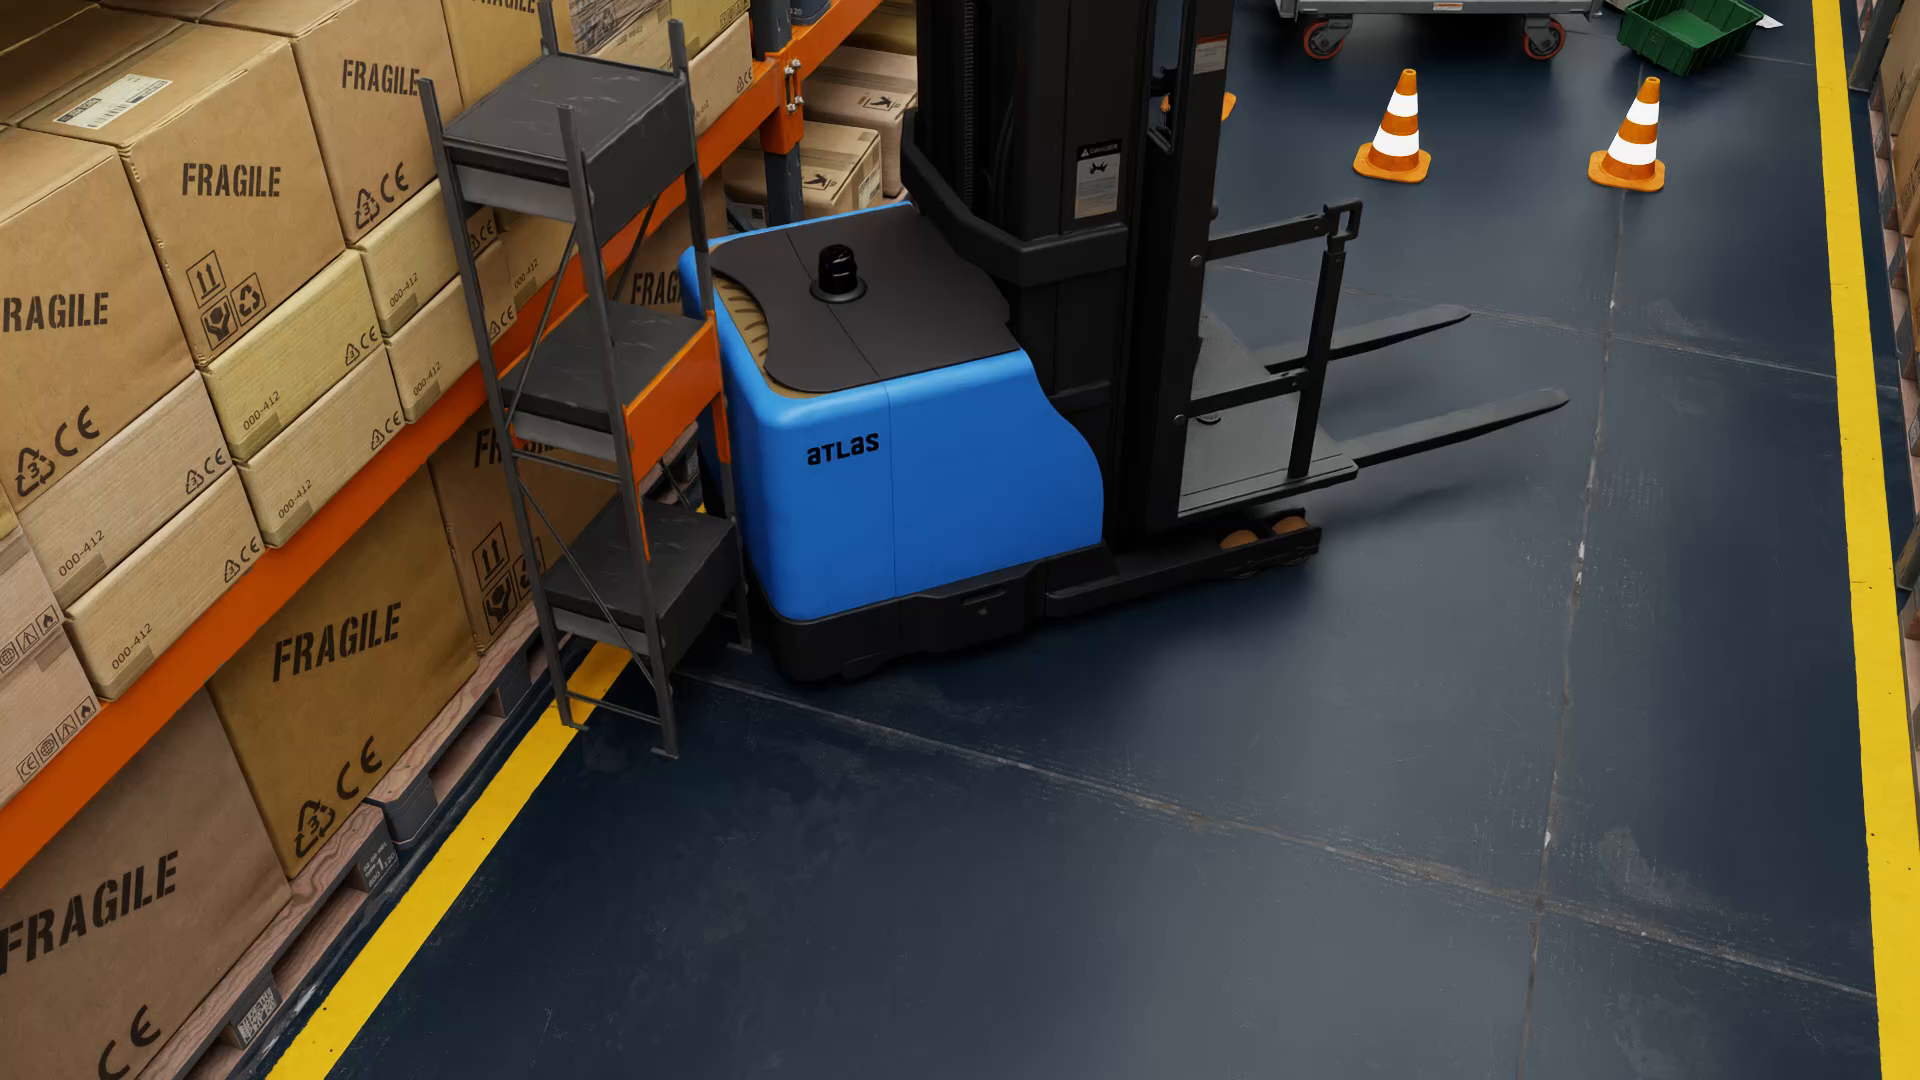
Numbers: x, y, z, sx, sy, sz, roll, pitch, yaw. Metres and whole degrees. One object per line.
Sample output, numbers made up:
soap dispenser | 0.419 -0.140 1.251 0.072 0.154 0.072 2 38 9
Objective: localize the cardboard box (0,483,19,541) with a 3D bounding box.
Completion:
cardboard box | -2.015 -0.121 2.733 0.500 0.500 0.500 14 42 16

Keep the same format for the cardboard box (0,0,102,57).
cardboard box | -2.157 -0.867 3.608 0.500 0.500 0.500 15 43 16

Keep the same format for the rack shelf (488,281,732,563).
rack shelf | -0.940 -0.327 4.536 0.431 0.518 0.480 14 43 16

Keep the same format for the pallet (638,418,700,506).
pallet | -1.408 -0.413 6.071 1.003 0.211 1.213 13 42 15

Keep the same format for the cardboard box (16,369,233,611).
cardboard box | -1.868 -0.161 3.358 0.500 0.250 0.500 14 42 16

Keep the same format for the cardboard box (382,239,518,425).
cardboard box | -1.492 -0.579 4.233 0.500 0.250 0.500 13 42 14

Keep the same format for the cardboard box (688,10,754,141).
cardboard box | -0.997 -1.515 5.330 0.500 0.250 0.500 12 42 14

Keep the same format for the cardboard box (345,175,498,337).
cardboard box | -1.500 -0.772 4.074 0.500 0.250 0.500 12 42 14

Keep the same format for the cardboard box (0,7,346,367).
cardboard box | -1.693 -0.743 3.462 0.500 0.500 0.500 12 42 14

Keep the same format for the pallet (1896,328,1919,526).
pallet | 3.959 -0.304 5.944 1.003 0.211 1.213 13 42 15

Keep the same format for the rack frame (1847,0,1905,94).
rack frame | 4.986 -3.340 7.354 1.000 3.000 0.127 13 42 15

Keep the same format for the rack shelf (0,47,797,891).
rack shelf | -1.752 -0.444 4.514 1.077 0.370 4.000 13 42 15

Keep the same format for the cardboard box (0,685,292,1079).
cardboard box | -2.299 0.755 3.868 0.875 0.875 0.875 15 43 16

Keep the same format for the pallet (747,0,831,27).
pallet | -0.924 -2.323 6.310 1.213 0.211 1.003 13 42 15

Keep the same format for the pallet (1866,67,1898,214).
pallet | 4.793 -1.792 7.688 1.003 0.211 1.213 13 42 15

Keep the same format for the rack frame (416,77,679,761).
rack frame | -1.030 -0.190 4.355 0.400 2.100 0.015 14 43 16

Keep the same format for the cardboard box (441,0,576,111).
cardboard box | -1.343 -1.367 4.193 0.500 0.500 0.500 13 42 15

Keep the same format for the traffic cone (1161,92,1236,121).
traffic cone | 1.192 -2.345 8.142 0.336 0.463 0.334 13 42 15

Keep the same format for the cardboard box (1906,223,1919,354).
cardboard box | 4.207 -1.090 6.126 1.050 0.750 0.750 14 42 16

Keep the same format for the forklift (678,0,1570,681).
forklift | 0.676 -1.288 5.001 3.031 2.935 1.130 -15 43 -17

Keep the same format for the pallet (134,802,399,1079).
pallet | -2.243 1.075 4.327 1.003 0.211 1.213 13 42 15

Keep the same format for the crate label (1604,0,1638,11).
crate label | 3.709 -3.015 9.178 0.298 0.136 0.250 -13 42 -15

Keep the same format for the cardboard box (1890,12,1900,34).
cardboard box | 5.267 -3.060 8.339 0.875 0.875 0.875 14 42 16

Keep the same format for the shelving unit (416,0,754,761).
shelving unit | -0.940 -0.337 4.527 0.431 2.100 0.503 14 43 16

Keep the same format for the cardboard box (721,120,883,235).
cardboard box | -0.865 -1.440 6.828 0.950 0.372 0.625 11 42 12

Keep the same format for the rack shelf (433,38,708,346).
rack shelf | -0.940 -0.859 4.082 0.431 0.518 0.480 14 43 16

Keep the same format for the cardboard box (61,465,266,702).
cardboard box | -1.862 0.033 3.516 0.500 0.250 0.500 12 42 14

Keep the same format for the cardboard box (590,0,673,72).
cardboard box | -1.167 -1.406 4.817 0.500 0.250 0.500 12 42 14

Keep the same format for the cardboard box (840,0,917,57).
cardboard box | -0.356 -2.353 7.898 0.950 0.372 0.625 15 43 17

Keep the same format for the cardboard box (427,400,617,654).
cardboard box | -1.691 -0.343 5.155 0.875 0.875 0.875 14 42 16

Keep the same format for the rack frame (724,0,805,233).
rack frame | -1.068 -1.938 5.710 1.000 3.000 0.127 13 42 15

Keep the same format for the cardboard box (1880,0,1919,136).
cardboard box | 4.858 -2.246 7.481 1.050 0.750 0.750 13 42 15

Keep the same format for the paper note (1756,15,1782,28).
paper note | 4.365 -2.822 9.034 0.147 0.020 0.142 -13 42 -15
